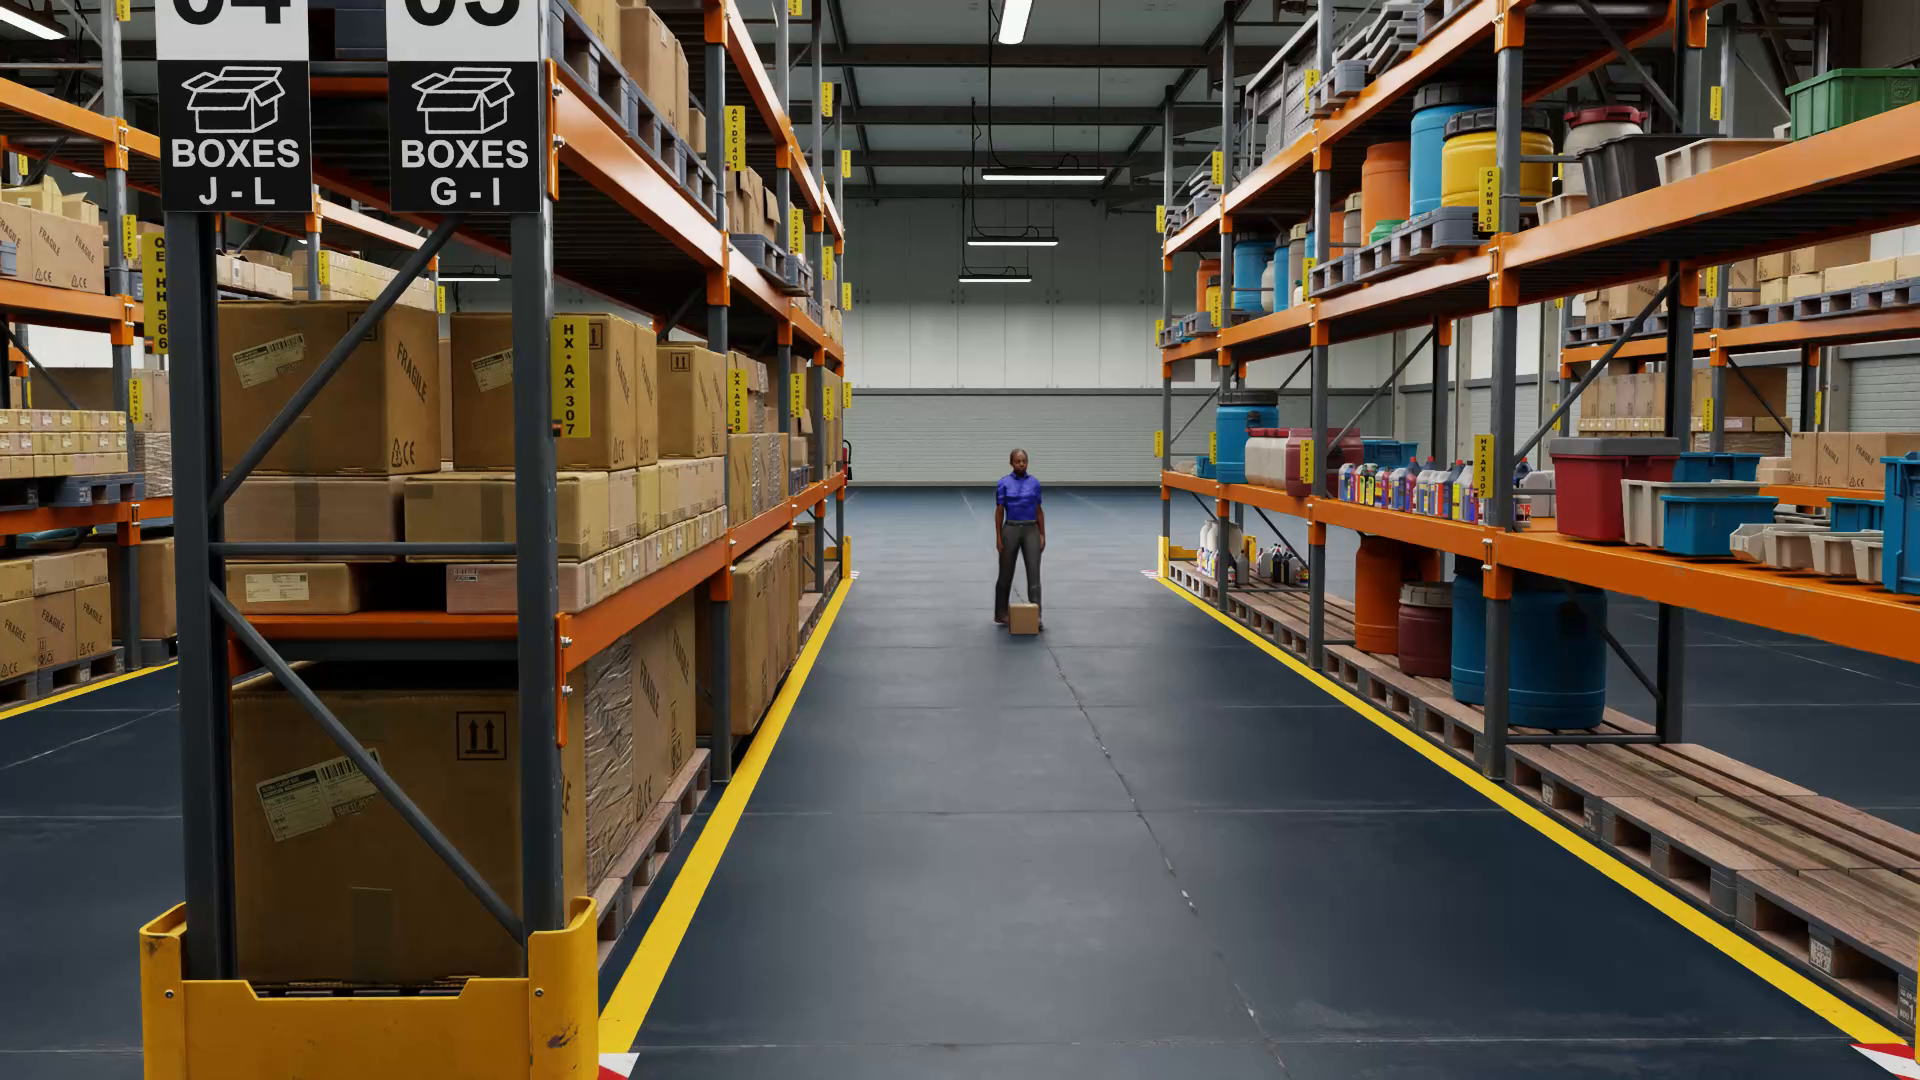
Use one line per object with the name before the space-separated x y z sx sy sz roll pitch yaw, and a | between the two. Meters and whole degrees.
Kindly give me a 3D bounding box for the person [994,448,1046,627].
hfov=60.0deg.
person | 0.579 -0.015 15.360 0.470 1.676 0.592 -1 4 -12
